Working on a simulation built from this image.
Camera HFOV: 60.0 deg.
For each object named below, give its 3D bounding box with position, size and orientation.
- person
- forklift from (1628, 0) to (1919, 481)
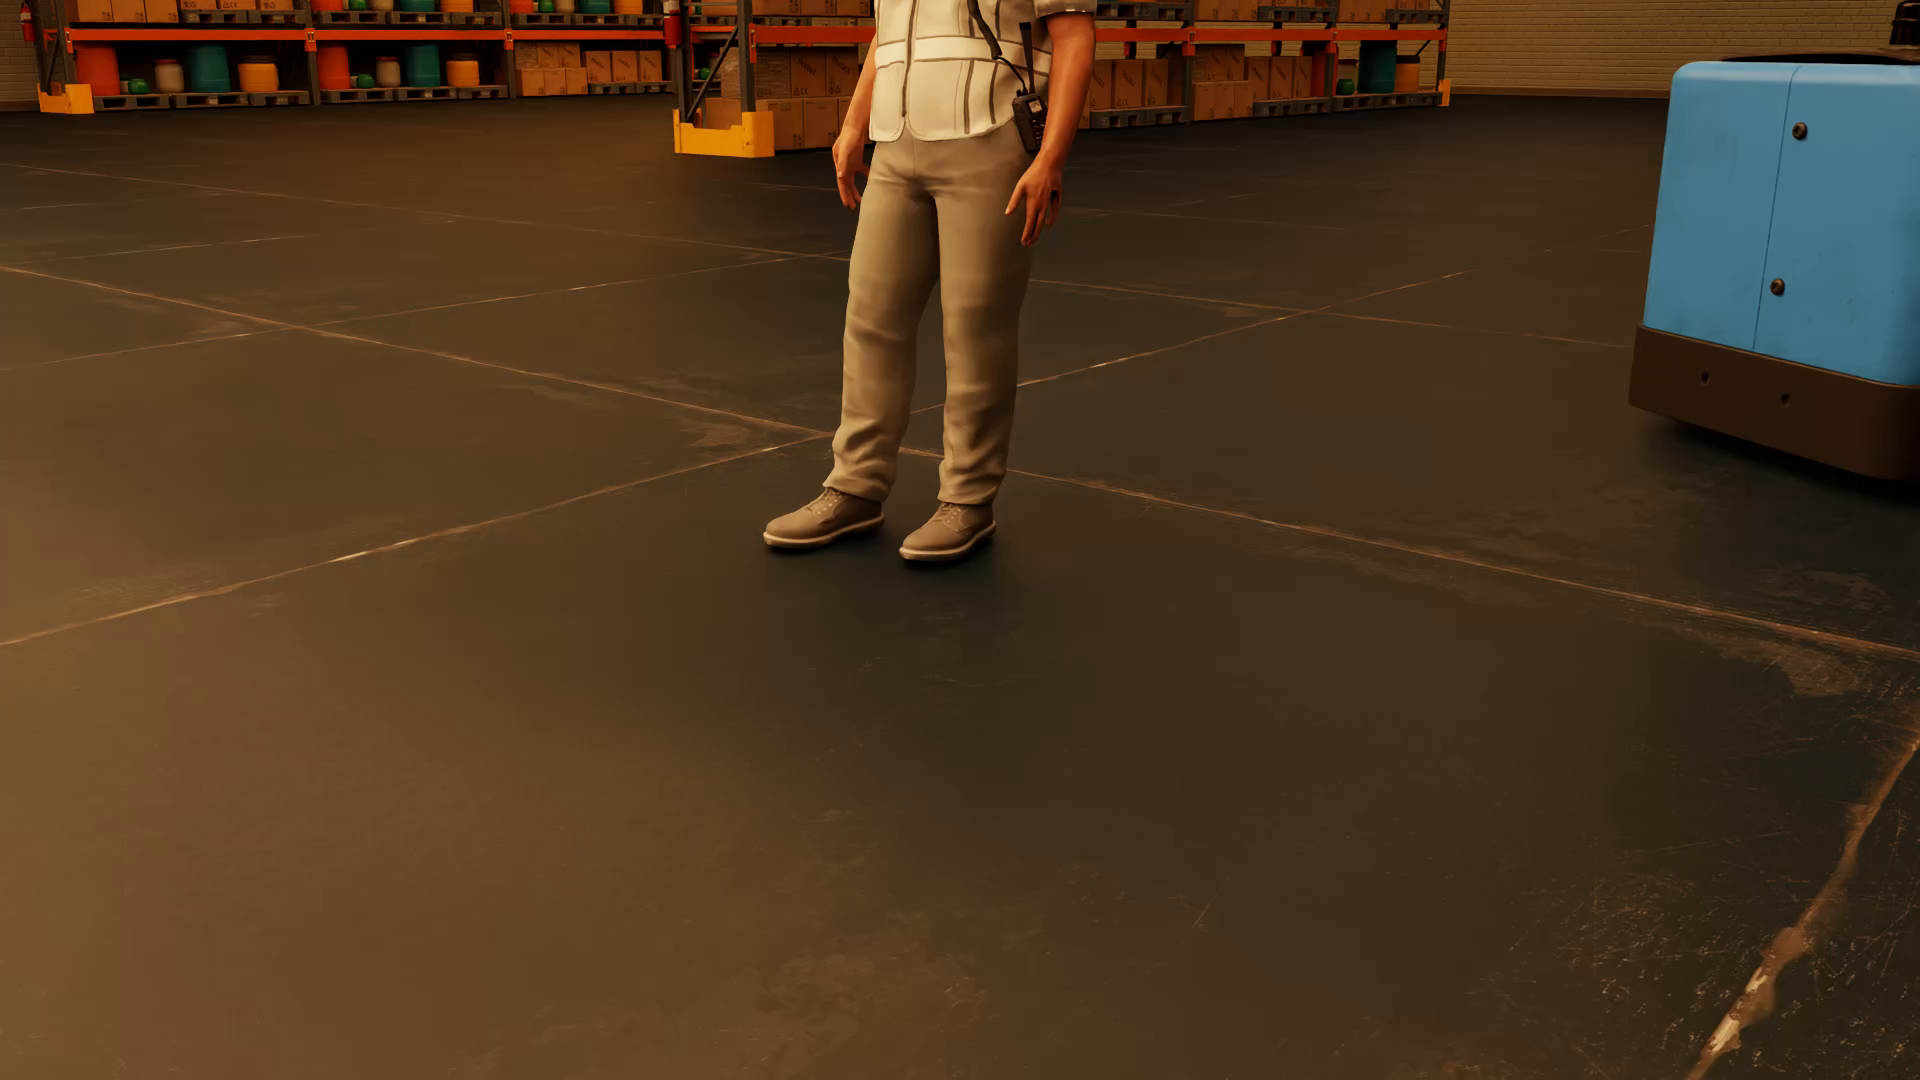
[{"bbox_3d":[-0.059,-0.844,3.631,0.640,1.781,0.575,13,21,37],"label":"person"},{"bbox_3d":[3.607,-1.751,4.666,3.031,2.935,1.130,-5,18,-17],"label":"forklift"}]
